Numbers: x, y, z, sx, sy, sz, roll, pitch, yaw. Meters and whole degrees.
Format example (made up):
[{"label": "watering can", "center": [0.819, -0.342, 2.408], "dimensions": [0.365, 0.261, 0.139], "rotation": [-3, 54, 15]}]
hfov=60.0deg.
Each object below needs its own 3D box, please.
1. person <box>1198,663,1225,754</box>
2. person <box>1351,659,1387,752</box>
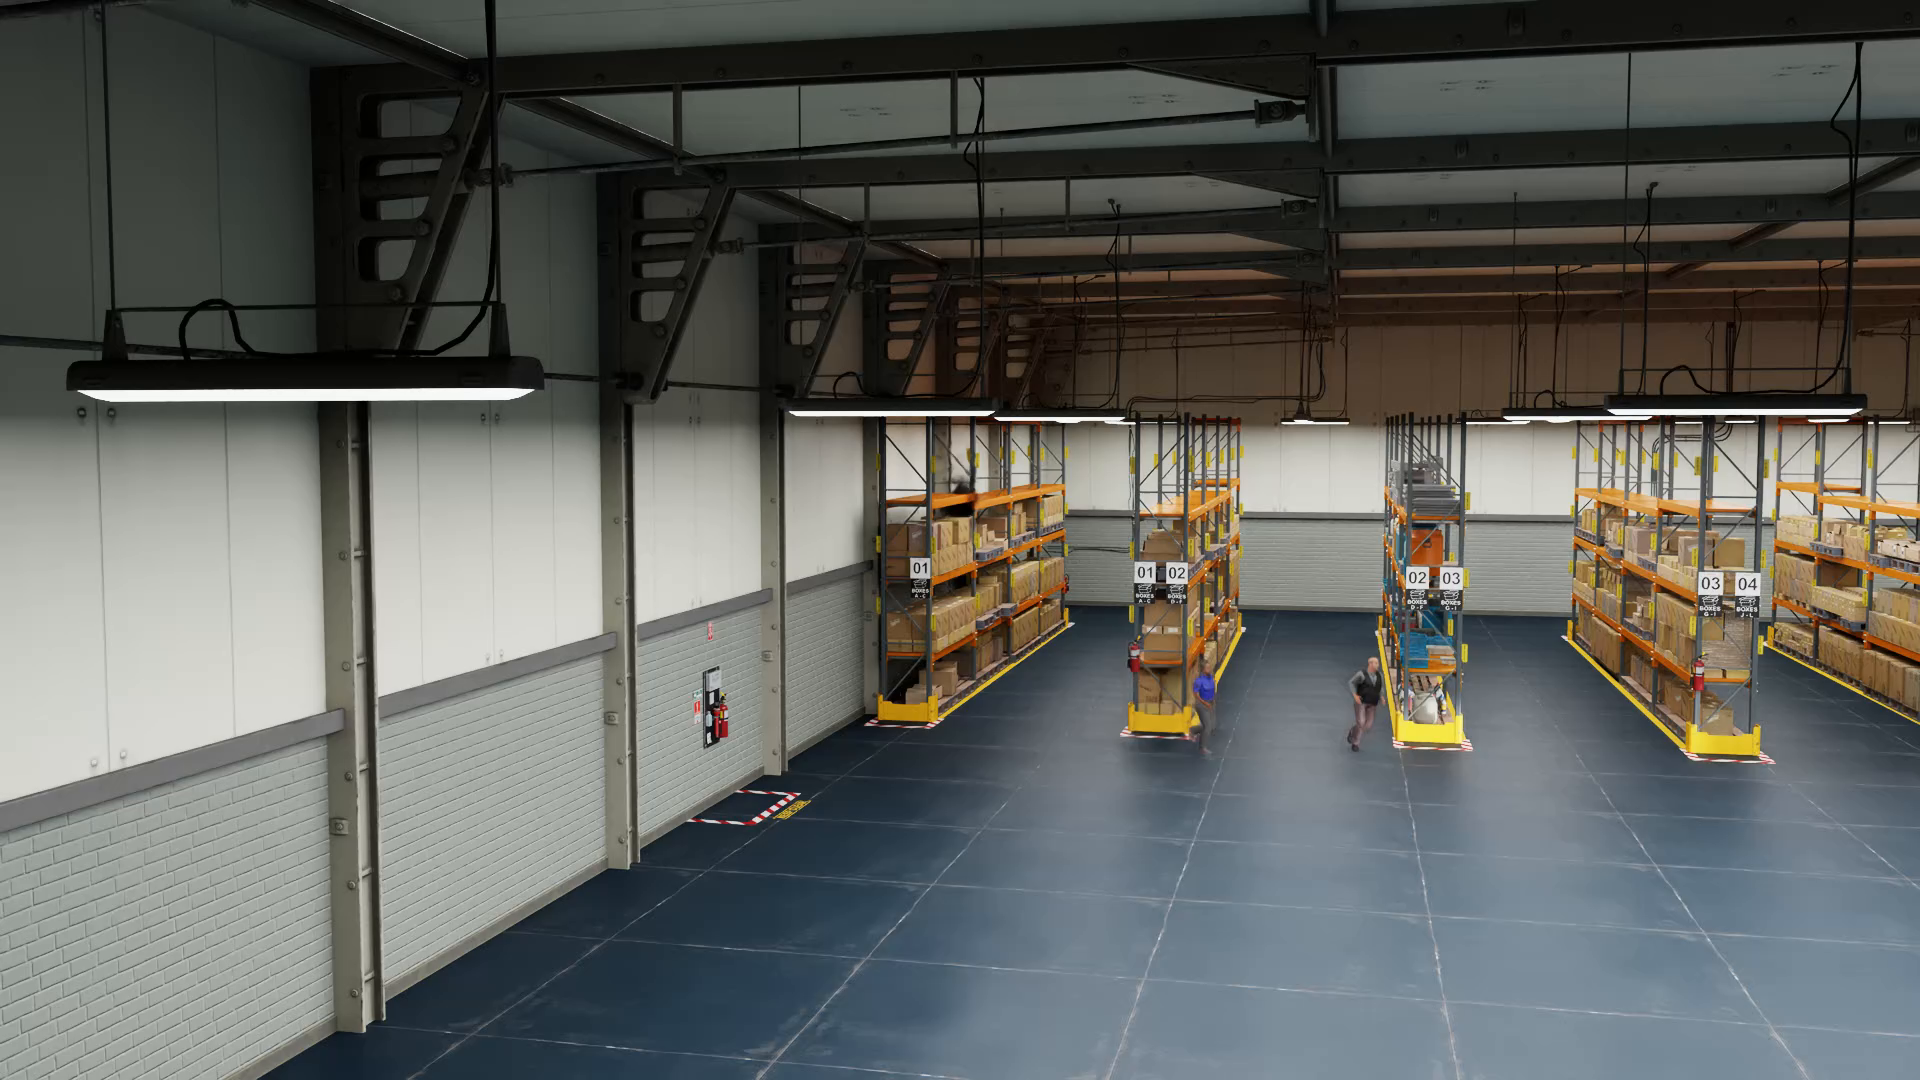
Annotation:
[{"label": "person", "center": [4.430, 2.951, 29.166], "dimensions": [0.608, 1.616, 0.628], "rotation": [-4, 5, -43]}, {"label": "person", "center": [7.279, 2.920, 29.596], "dimensions": [0.747, 1.636, 0.547], "rotation": [-1, 4, -20]}]
